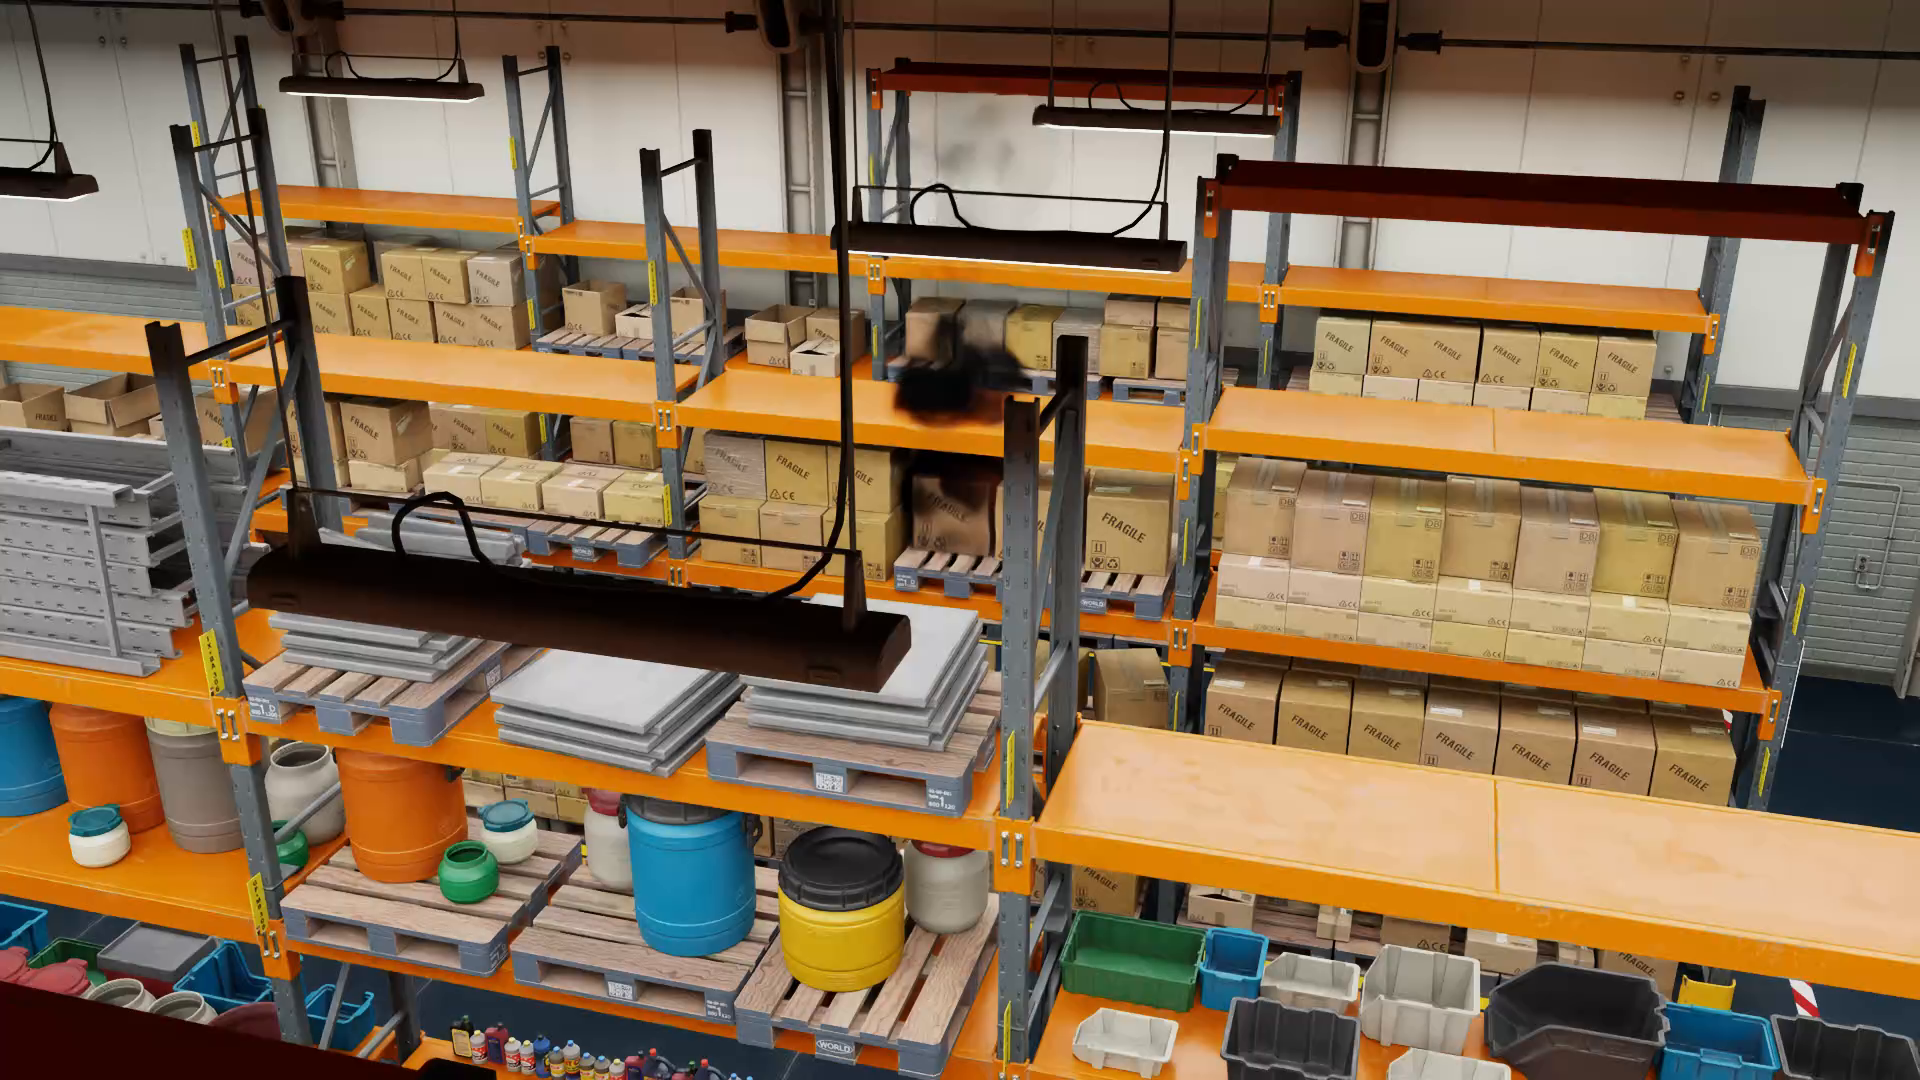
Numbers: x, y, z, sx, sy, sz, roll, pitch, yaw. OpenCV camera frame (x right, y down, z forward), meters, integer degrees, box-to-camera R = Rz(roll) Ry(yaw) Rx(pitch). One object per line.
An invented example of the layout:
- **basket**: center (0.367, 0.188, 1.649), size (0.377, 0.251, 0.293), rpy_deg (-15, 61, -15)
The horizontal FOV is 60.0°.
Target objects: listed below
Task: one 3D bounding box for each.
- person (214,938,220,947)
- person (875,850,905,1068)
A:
- **person**: center (-5.778, 2.598, 12.224), size (0.570, 1.739, 0.634), rpy_deg (5, 23, 11)
- **person**: center (-0.190, 2.881, 11.511), size (0.889, 1.805, 0.610), rpy_deg (5, 23, 12)
